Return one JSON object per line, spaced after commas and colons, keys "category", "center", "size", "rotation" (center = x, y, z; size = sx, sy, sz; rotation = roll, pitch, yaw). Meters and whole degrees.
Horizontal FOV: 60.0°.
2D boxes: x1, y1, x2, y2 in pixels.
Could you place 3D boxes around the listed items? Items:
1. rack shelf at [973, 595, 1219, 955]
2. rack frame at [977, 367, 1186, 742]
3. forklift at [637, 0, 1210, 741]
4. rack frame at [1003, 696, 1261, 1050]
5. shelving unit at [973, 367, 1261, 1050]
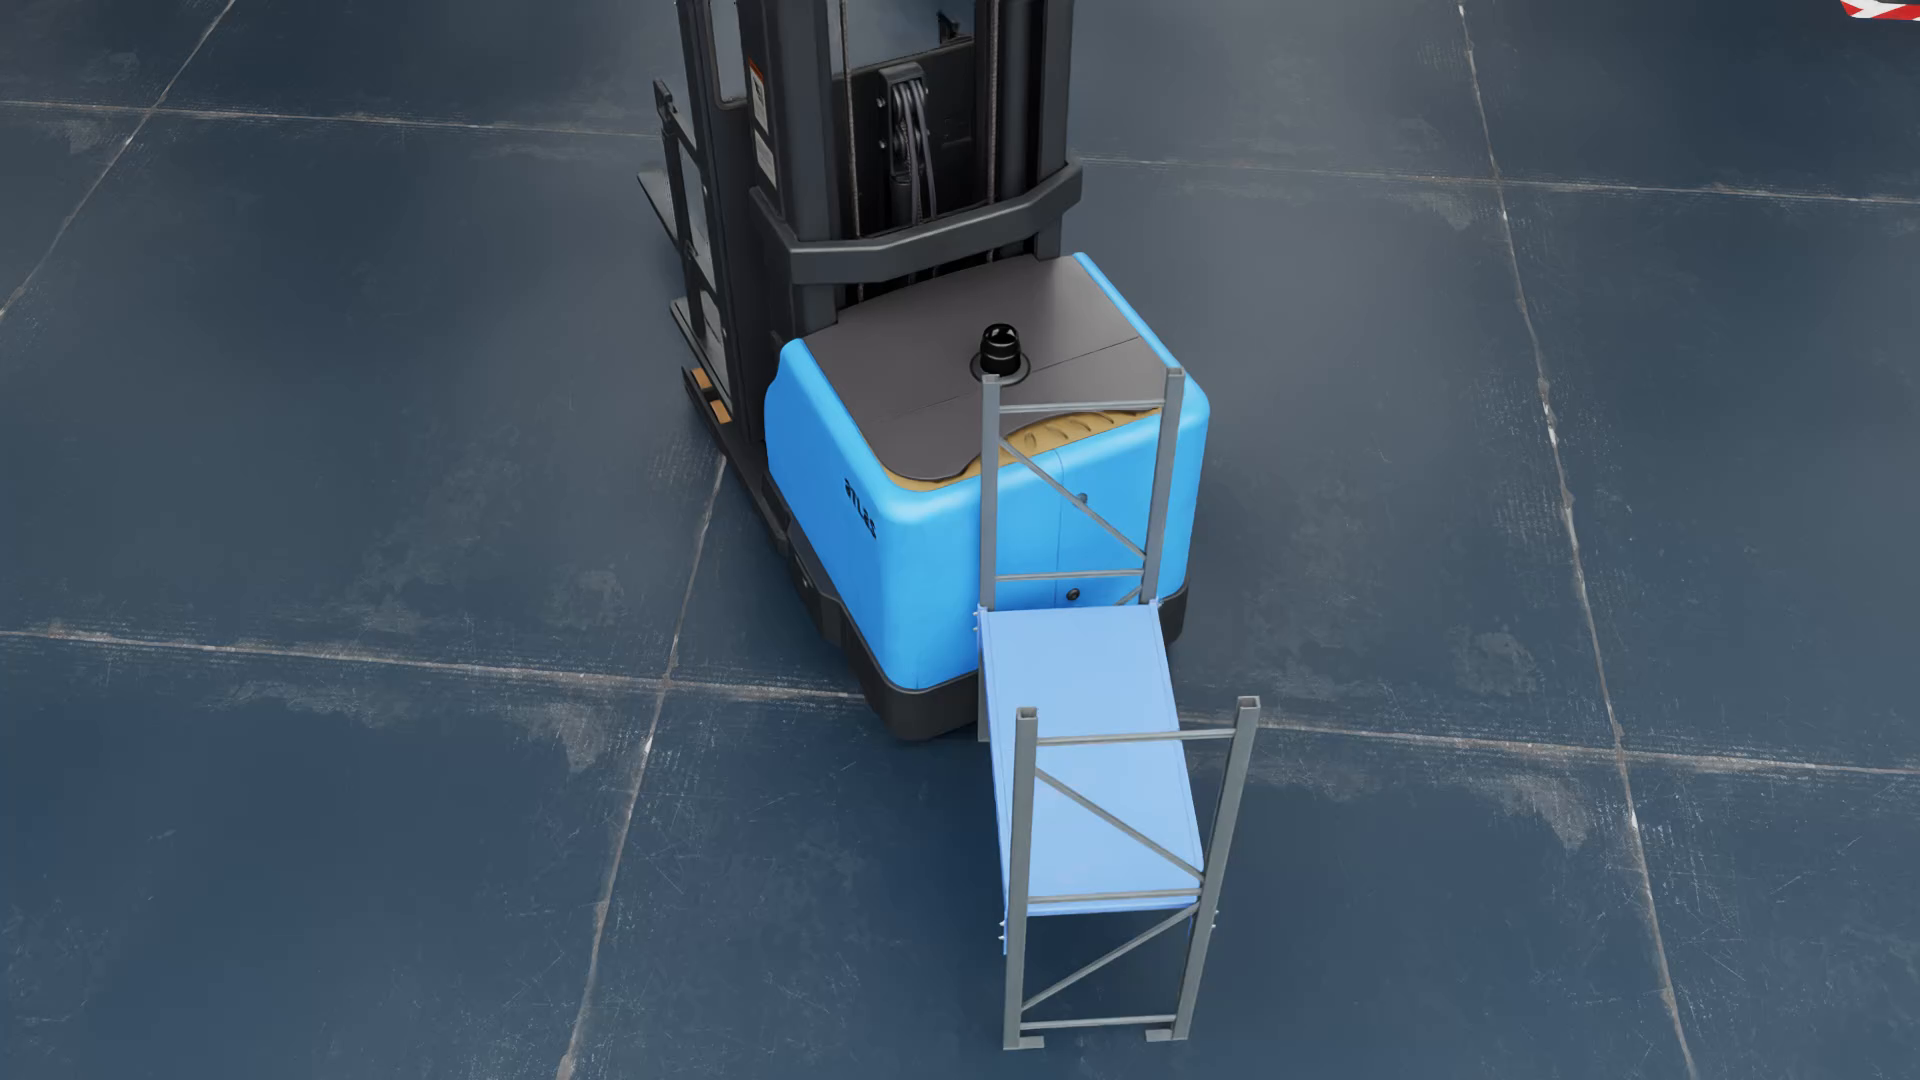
{"category": "rack shelf", "center": [0.335, 0.596, 4.432], "size": [0.538, 0.185, 1.000], "rotation": [-3, 48, -2]}
{"category": "rack frame", "center": [0.305, 0.100, 4.642], "size": [0.500, 1.500, 0.032], "rotation": [-3, 48, -2]}
{"category": "forklift", "center": [-0.371, -1.473, 5.111], "size": [1.130, 2.935, 3.031], "rotation": [-20, 51, -17]}
{"category": "rack frame", "center": [0.366, 0.849, 3.957], "size": [0.500, 1.500, 0.032], "rotation": [-3, 48, -2]}
{"category": "shelving unit", "center": [0.335, 0.475, 4.299], "size": [0.538, 1.500, 1.048], "rotation": [-3, 48, -2]}
